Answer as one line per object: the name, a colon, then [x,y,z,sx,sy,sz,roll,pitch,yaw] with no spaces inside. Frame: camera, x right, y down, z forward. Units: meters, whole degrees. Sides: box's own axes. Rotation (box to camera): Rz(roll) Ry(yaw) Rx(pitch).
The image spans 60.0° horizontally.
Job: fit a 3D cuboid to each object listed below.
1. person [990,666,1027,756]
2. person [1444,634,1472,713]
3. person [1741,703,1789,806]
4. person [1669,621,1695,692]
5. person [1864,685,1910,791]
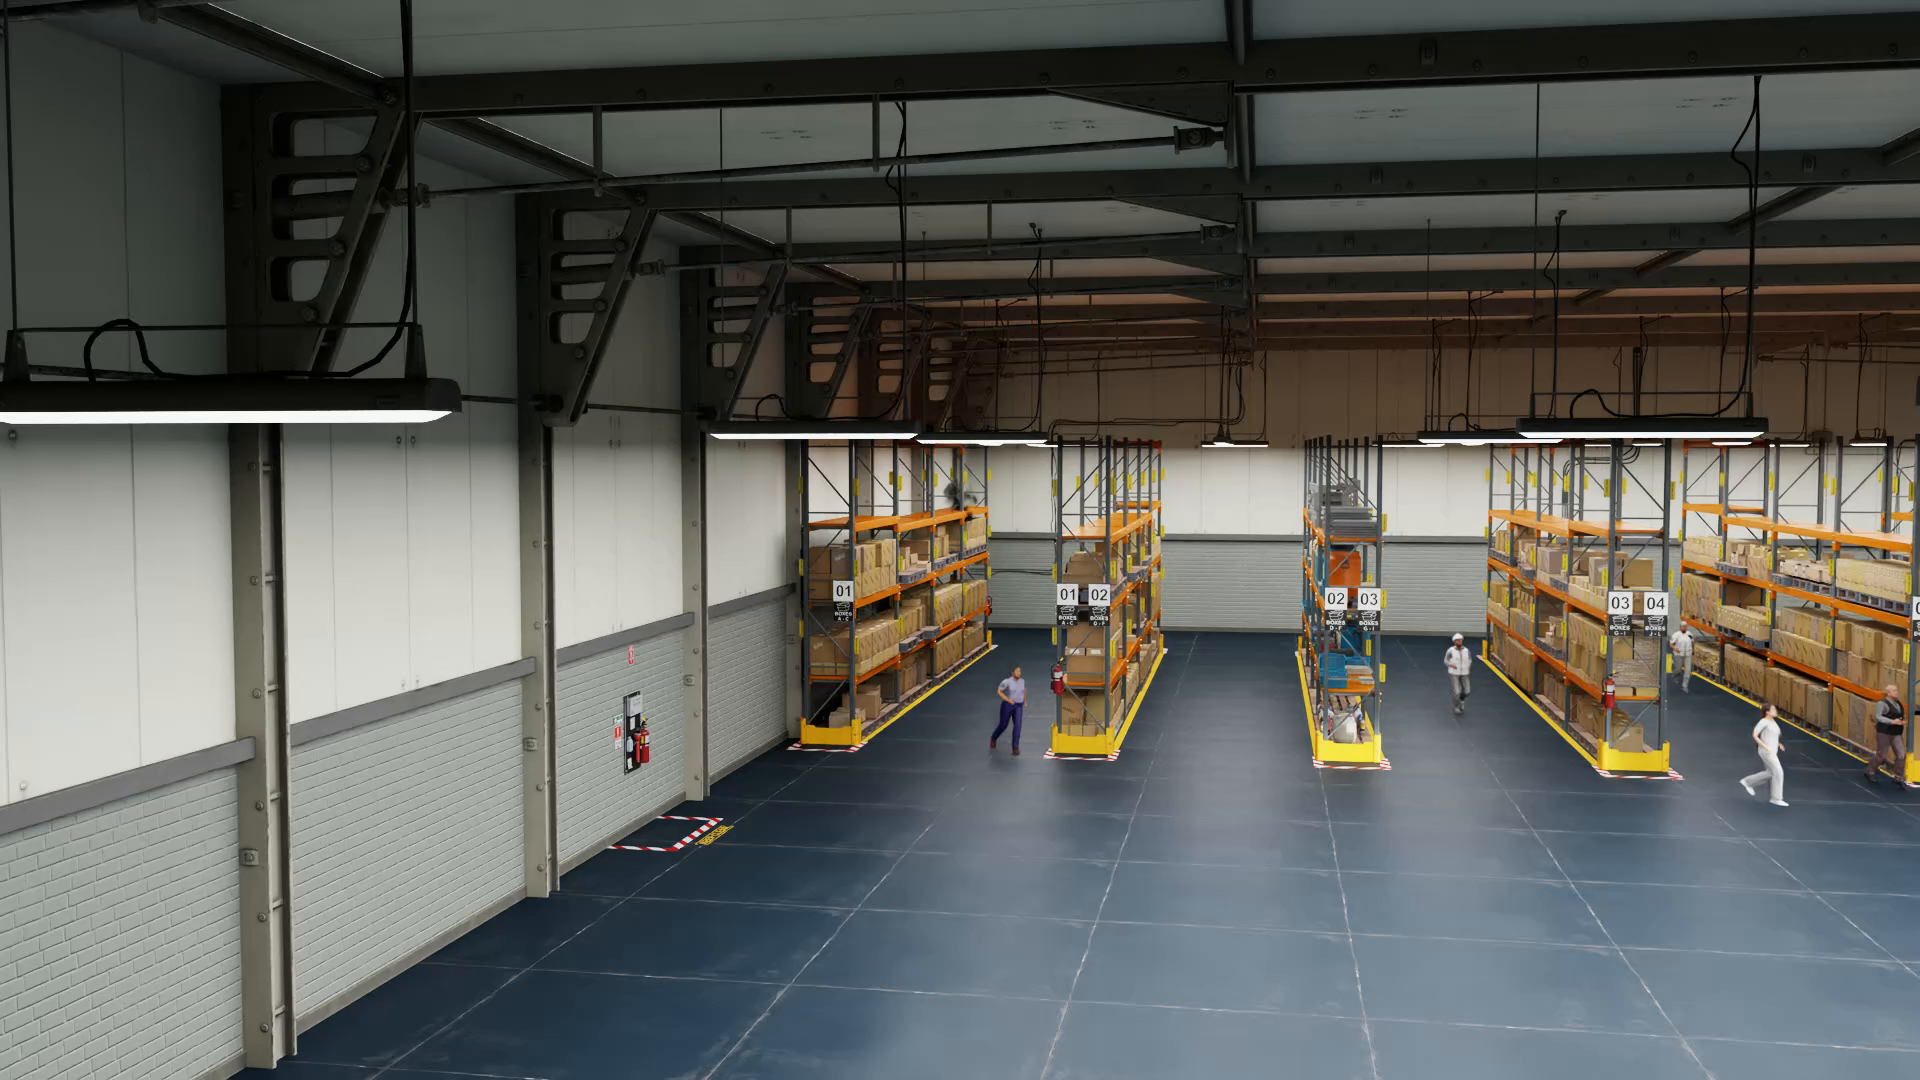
person: [1.009,3.201,31.512,0.691,1.631,0.925,-1,3,-22]
person: [10.839,2.902,36.069,0.652,1.725,0.588,0,3,-2]
person: [13.072,3.465,27.009,0.773,1.674,0.566,3,4,44]
person: [17.262,2.771,39.719,0.616,1.664,0.823,0,3,8]
person: [15.754,3.339,28.220,0.674,1.786,0.776,-1,3,-18]
